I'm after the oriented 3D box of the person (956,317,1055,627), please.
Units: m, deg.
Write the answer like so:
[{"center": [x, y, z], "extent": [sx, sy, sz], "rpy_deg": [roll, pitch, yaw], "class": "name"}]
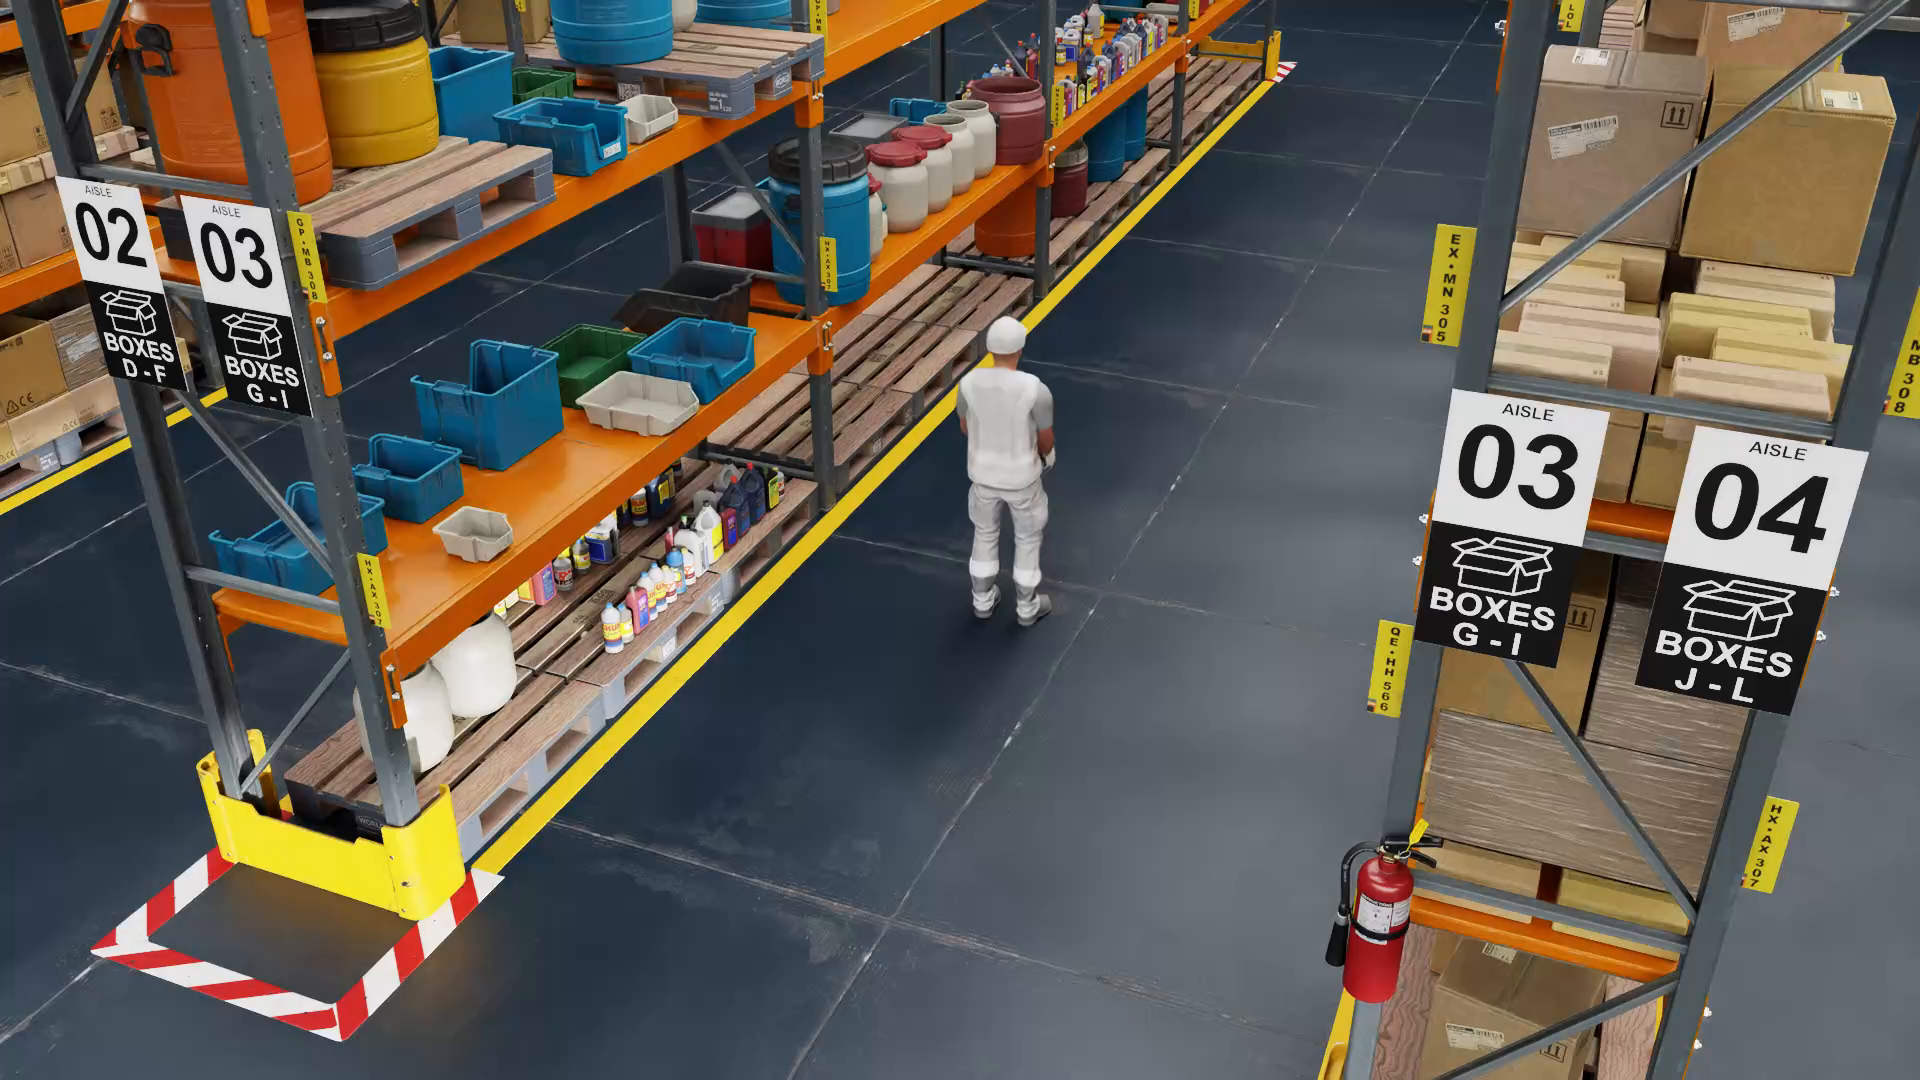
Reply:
[{"center": [0.264, -0.386, 9.058], "extent": [0.529, 1.793, 0.486], "rpy_deg": [11, 31, 18], "class": "person"}]
